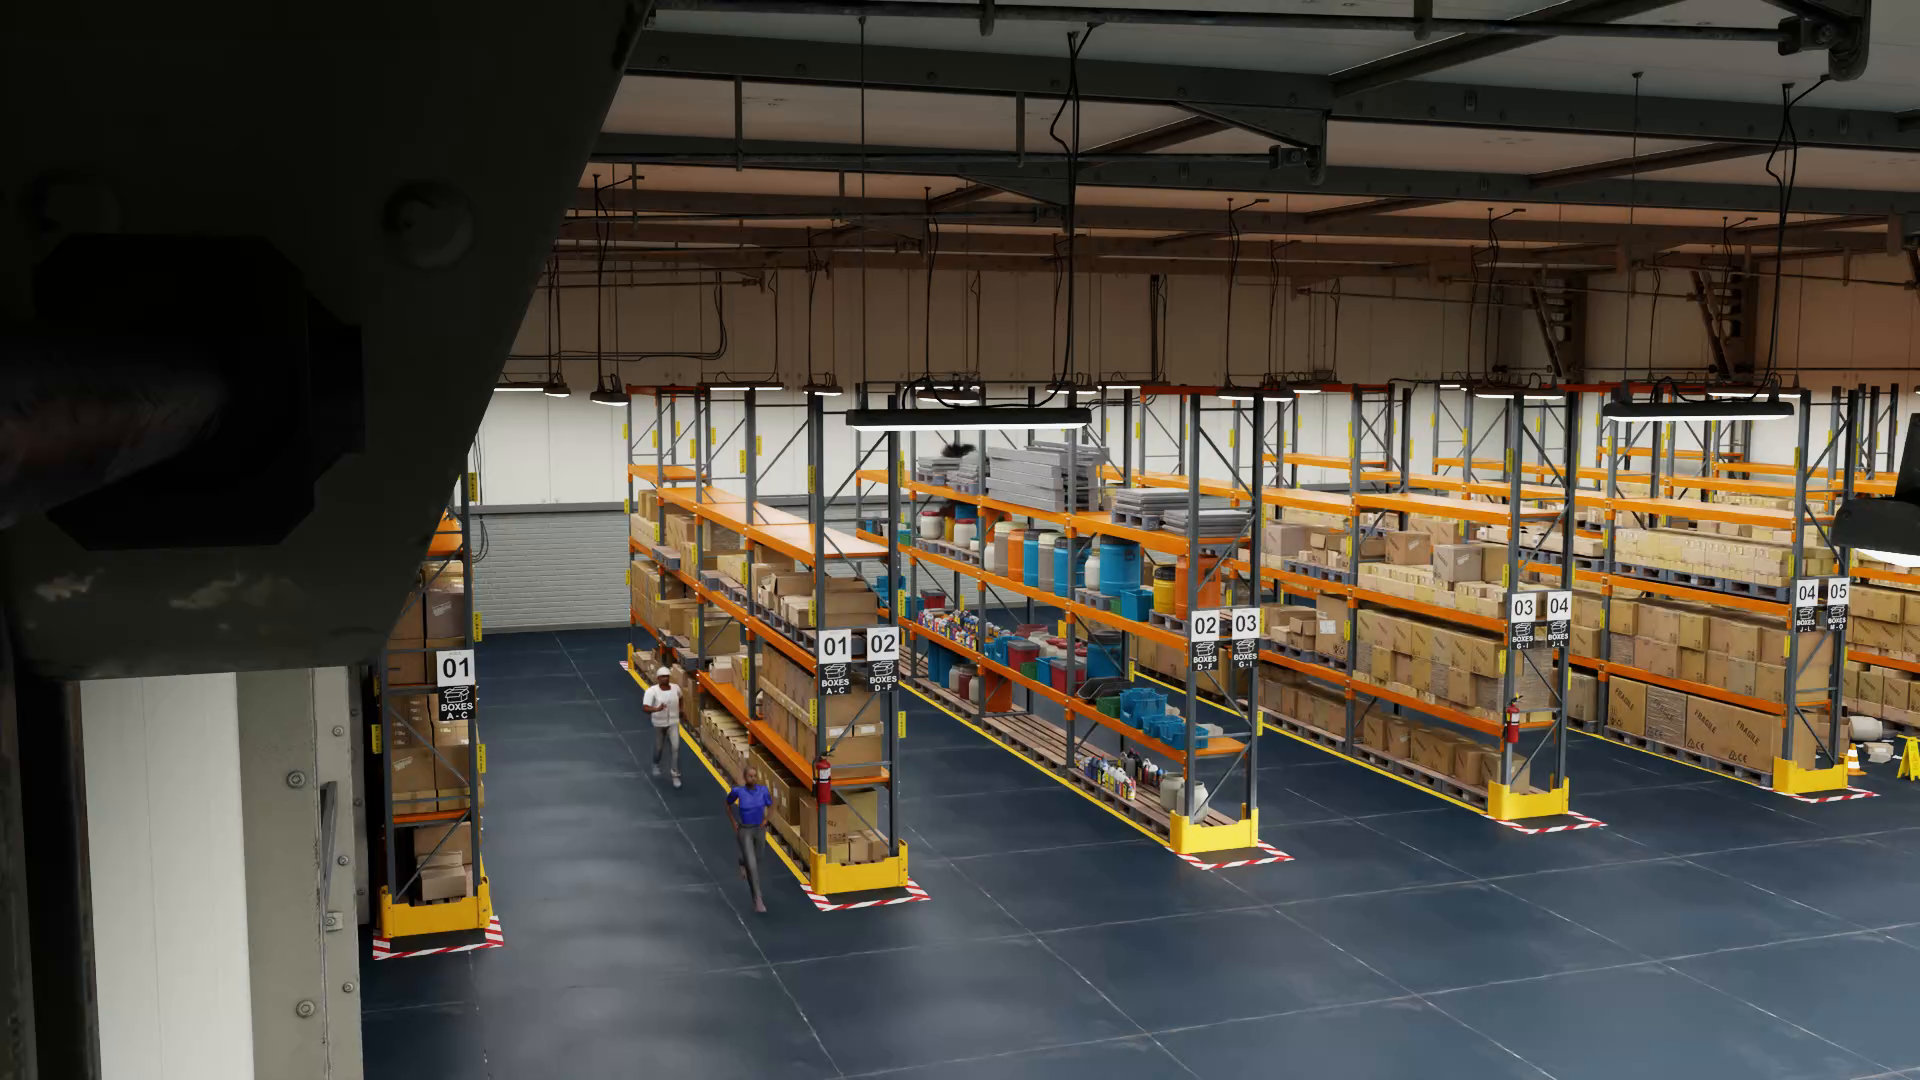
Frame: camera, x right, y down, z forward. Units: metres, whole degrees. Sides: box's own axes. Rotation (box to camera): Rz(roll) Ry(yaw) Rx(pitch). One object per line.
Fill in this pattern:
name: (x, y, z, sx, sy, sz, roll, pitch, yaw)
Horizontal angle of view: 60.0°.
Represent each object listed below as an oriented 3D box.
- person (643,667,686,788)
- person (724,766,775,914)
person: (-4.512, 2.807, 25.385, 0.690, 1.779, 0.831, -3, 6, -24)
person: (-2.485, 3.494, 19.779, 0.538, 1.669, 1.090, -3, 7, -29)
